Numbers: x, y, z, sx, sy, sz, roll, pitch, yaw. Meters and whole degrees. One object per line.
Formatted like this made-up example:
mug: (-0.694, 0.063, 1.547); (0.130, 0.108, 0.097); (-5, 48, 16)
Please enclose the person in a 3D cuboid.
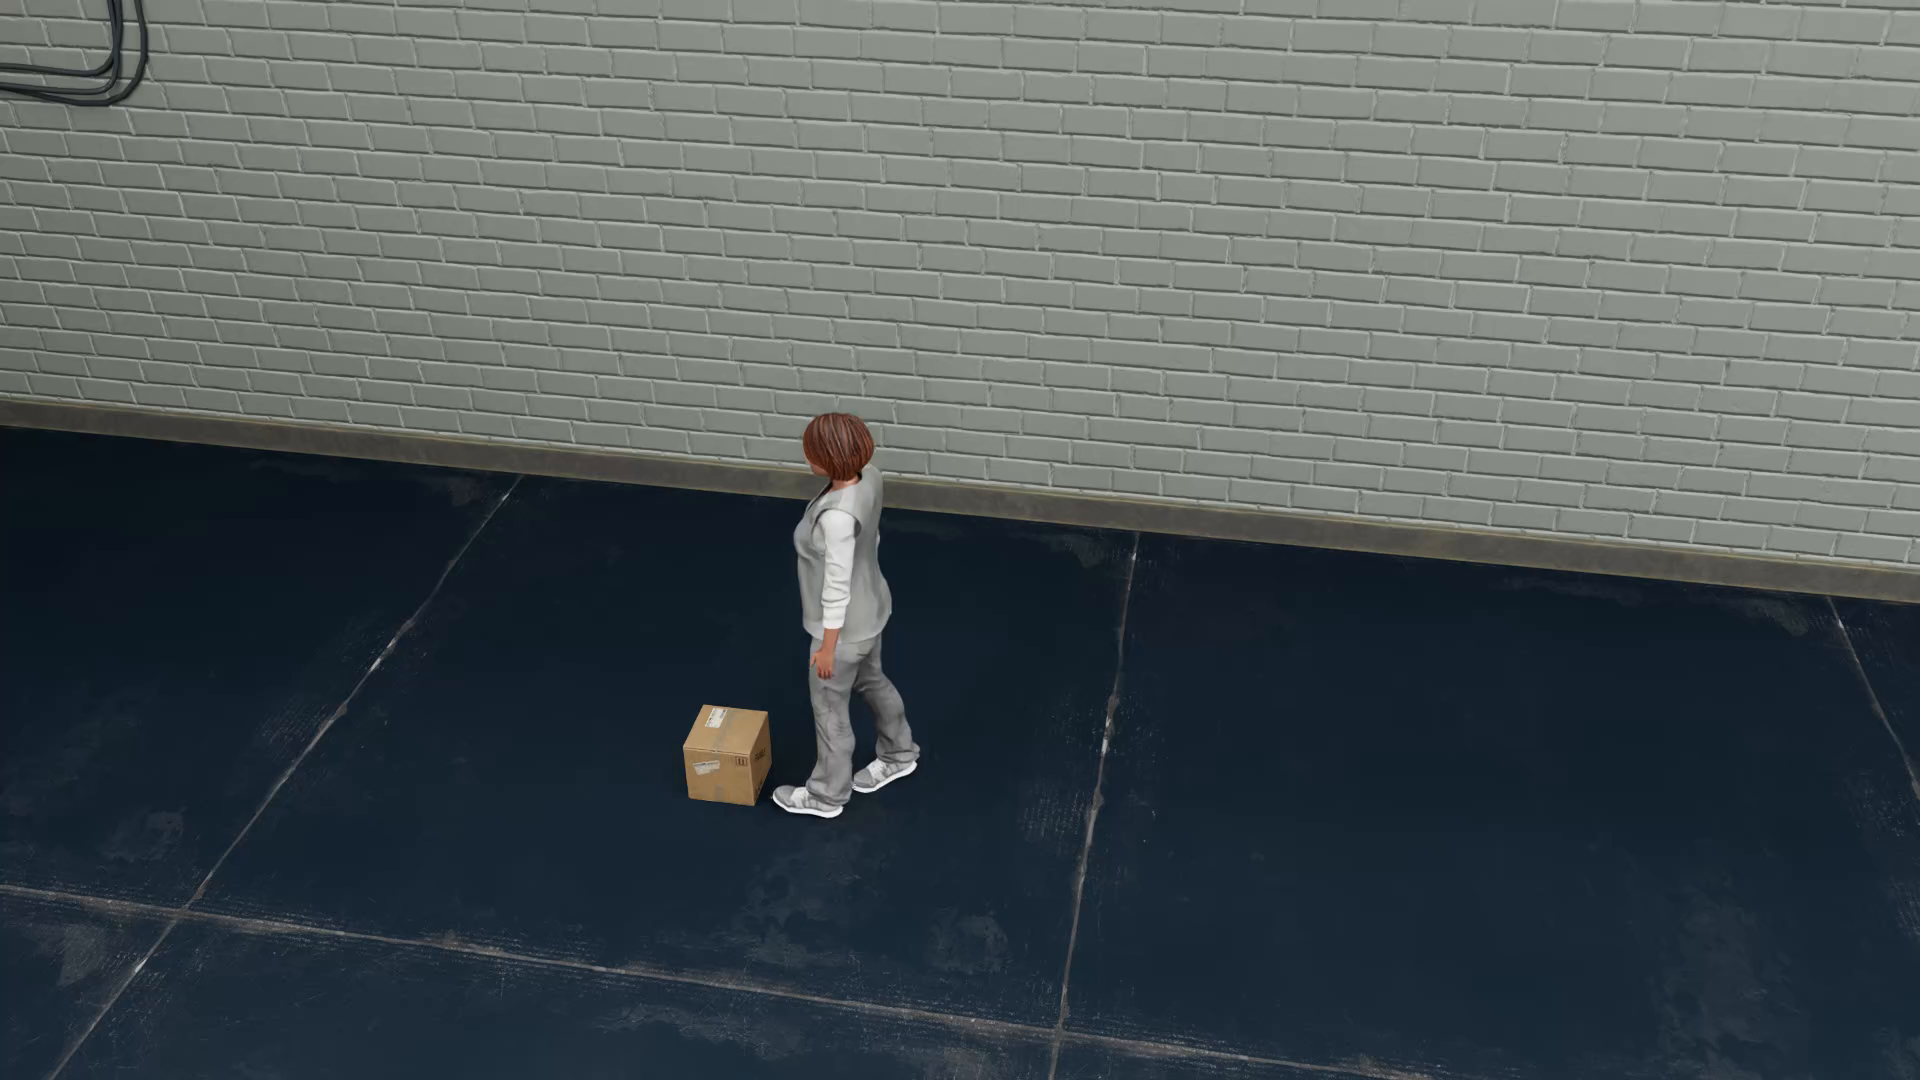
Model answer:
person: (-0.357, 0.360, 5.756); (0.363, 1.285, 0.432); (6, 33, 9)
